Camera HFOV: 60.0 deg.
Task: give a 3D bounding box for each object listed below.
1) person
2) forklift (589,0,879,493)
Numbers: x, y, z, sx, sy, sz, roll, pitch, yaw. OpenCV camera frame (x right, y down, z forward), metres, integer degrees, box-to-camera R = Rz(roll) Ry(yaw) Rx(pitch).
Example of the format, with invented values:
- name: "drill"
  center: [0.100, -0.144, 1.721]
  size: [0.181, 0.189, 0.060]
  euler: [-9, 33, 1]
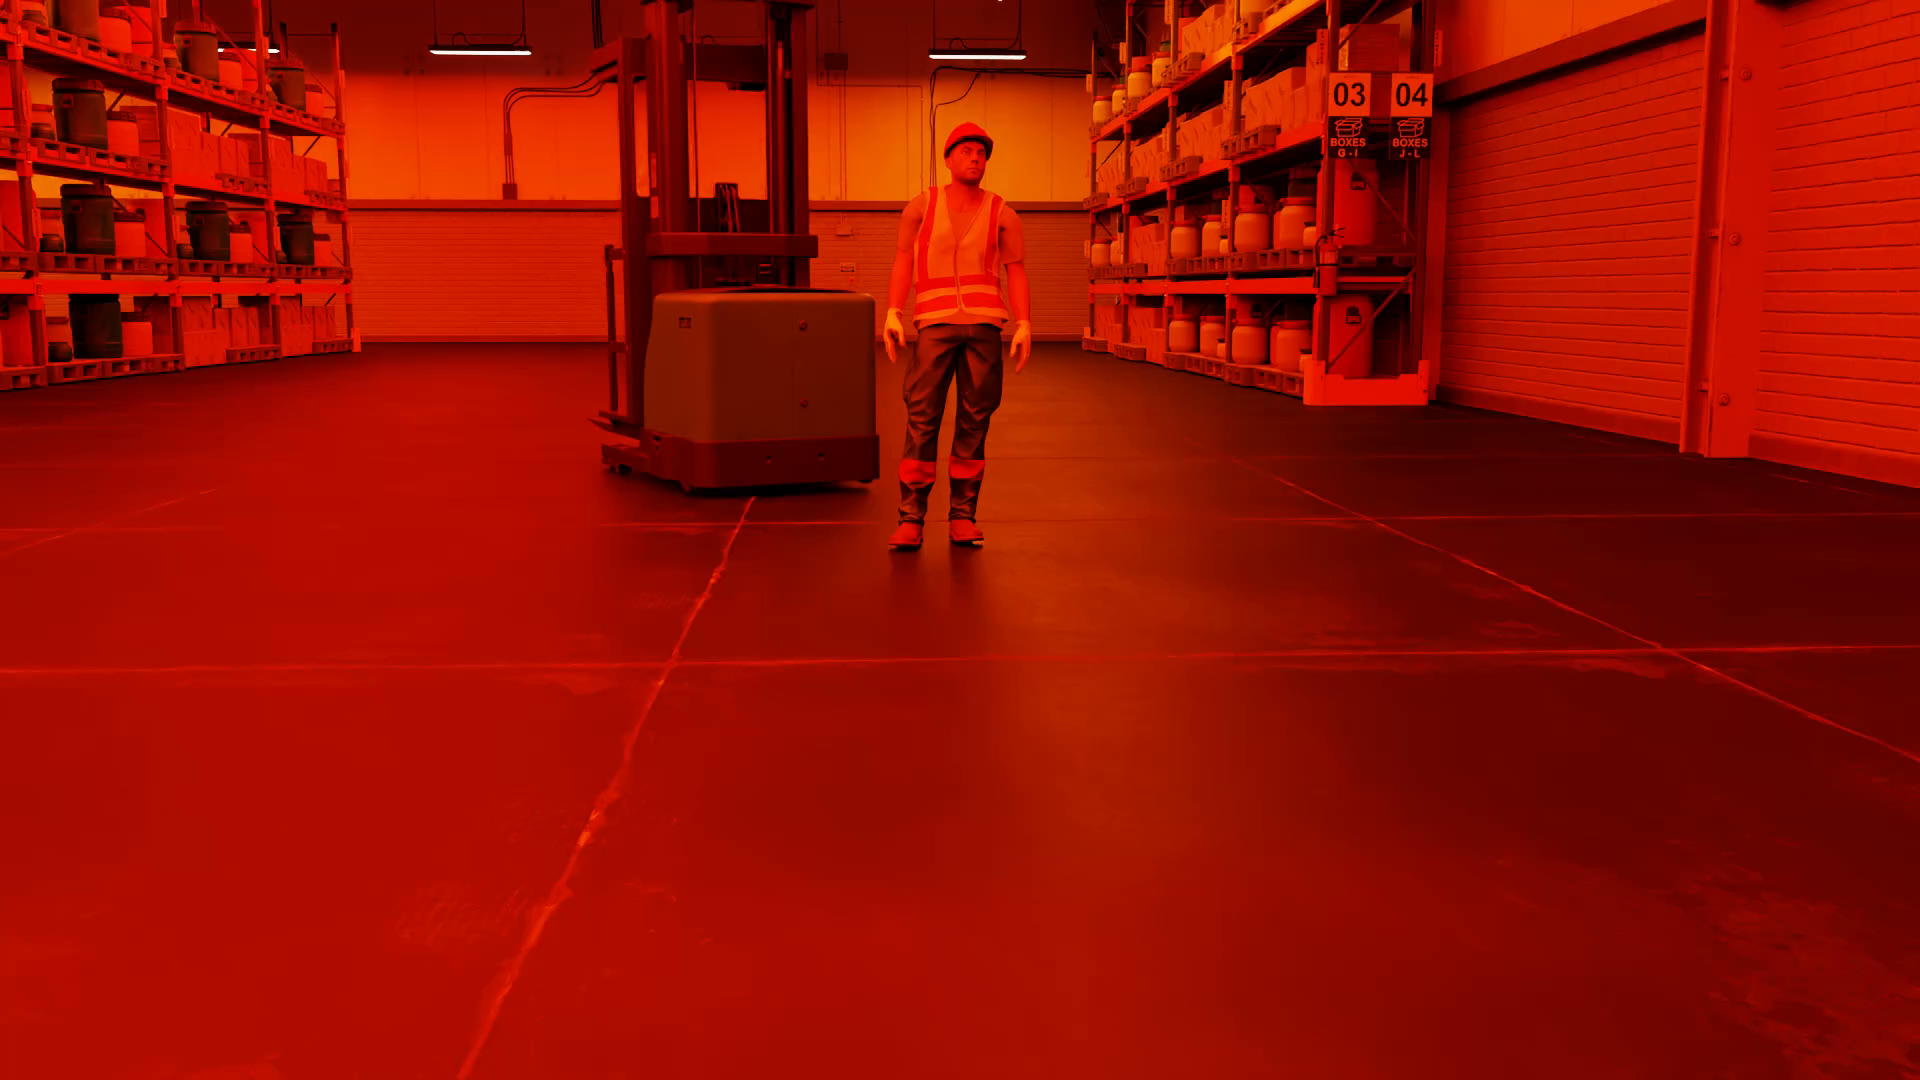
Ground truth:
- name: "person"
  center: [-0.007, -0.881, 7.098]
  size: [0.637, 1.787, 0.564]
  euler: [-1, 8, -4]
- name: "forklift"
  center: [-1.550, -1.877, 9.974]
  size: [1.130, 2.935, 3.031]
  euler: [-4, 9, -26]
